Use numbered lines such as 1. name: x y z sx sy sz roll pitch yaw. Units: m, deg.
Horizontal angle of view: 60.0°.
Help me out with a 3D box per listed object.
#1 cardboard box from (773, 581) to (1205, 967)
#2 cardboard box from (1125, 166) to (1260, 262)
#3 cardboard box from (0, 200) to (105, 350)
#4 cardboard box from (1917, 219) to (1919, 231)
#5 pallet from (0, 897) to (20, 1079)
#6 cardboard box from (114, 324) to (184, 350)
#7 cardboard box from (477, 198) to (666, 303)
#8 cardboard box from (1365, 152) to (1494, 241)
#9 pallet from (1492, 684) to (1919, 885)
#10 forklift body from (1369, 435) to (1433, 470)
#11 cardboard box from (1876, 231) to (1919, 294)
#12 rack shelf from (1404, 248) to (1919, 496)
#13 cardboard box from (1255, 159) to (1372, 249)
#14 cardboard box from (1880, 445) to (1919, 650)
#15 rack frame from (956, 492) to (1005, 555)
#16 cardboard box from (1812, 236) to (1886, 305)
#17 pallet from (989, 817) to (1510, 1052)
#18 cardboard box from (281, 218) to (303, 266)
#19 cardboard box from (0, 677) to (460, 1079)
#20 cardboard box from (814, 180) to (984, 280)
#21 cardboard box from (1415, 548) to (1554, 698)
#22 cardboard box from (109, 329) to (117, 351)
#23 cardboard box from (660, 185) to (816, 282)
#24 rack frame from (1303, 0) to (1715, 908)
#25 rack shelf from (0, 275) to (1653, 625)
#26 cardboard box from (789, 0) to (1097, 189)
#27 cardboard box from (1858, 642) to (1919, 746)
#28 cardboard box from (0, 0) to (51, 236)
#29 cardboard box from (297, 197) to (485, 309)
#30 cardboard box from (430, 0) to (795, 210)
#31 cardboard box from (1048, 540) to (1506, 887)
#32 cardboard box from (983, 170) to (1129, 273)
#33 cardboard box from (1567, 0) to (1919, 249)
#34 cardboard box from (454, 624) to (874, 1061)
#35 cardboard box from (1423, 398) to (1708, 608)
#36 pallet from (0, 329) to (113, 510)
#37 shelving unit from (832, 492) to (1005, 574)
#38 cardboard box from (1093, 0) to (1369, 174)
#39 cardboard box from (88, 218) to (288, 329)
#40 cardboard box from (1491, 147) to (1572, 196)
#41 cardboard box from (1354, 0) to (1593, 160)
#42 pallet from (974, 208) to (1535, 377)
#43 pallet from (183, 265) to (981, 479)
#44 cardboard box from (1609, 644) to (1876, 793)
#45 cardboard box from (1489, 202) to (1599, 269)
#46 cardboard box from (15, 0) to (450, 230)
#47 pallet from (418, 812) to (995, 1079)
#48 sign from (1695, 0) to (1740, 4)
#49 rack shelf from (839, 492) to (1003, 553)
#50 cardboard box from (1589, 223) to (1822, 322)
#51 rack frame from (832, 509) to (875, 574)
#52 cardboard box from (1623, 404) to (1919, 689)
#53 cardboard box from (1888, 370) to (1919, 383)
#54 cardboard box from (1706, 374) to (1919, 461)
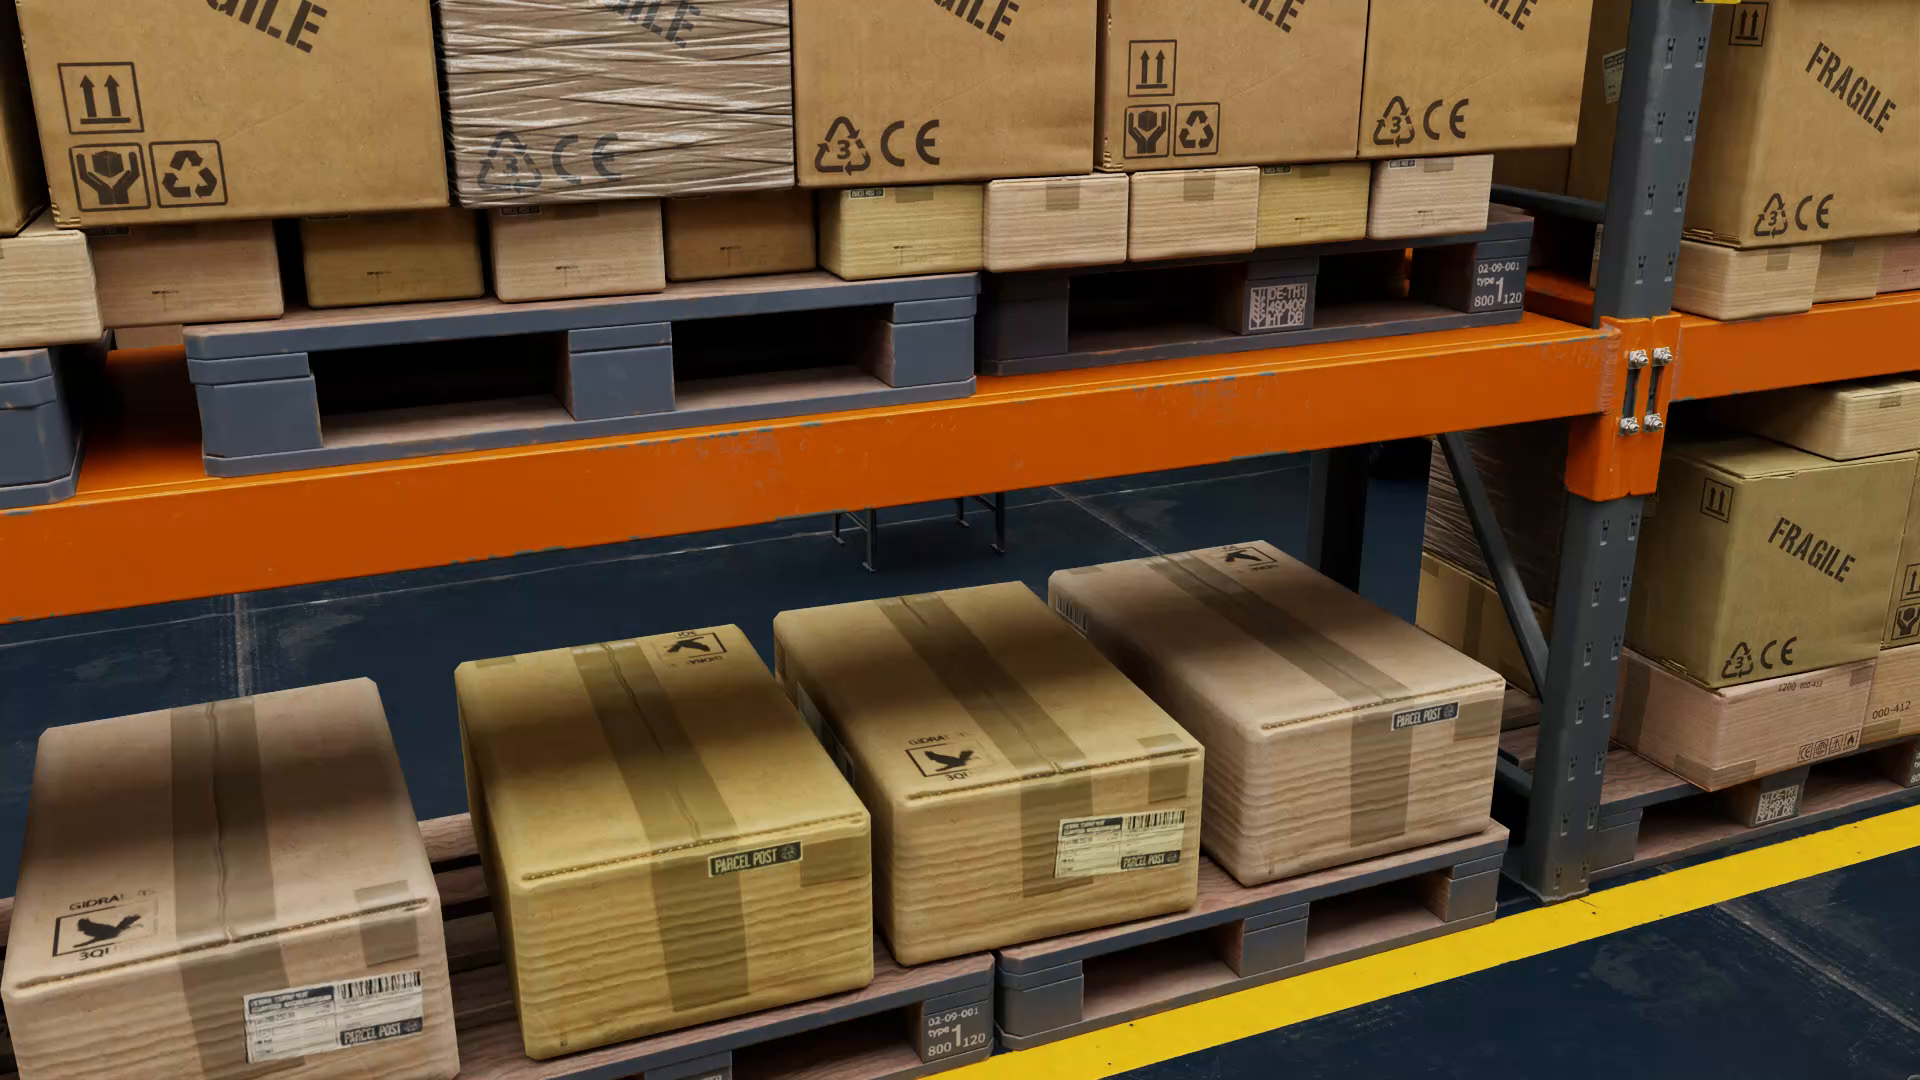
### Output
1. cardboard box: 0.021 0.449 3.554 0.625 0.372 0.950 -7 21 -19
2. cardboard box: 0.326 -0.611 2.987 0.250 0.149 0.380 -9 21 -23
3. cardboard box: -1.337 -0.376 2.319 0.250 0.149 0.380 -8 21 -22
4. cardboard box: 2.127 -0.991 3.722 0.500 0.500 0.500 -8 21 -22
5. pallet: -1.794 0.982 2.916 1.213 0.211 1.003 -8 21 -22
6. cardboard box: -3.307 -0.989 7.257 0.625 0.625 0.875 -7 21 -20
7. cardboard box: -0.637 -0.495 2.657 0.250 0.149 0.380 -7 21 -20
8. cardboard box: 0.798 -0.685 3.198 0.250 0.149 0.380 -8 21 -21
9. pallet: 1.763 0.459 4.402 1.213 0.211 1.003 -8 21 -22
10. forklift body: 1.845 -1.591 7.302 1.214 2.155 2.313 -8 21 -22
11. cardboard box: 2.020 -0.676 3.804 0.250 0.149 0.380 -8 21 -22
12. rack shelf: 2.997 -0.681 4.524 4.000 0.370 1.077 -8 21 -22
13. cardboard box: 0.548 -0.656 3.114 0.250 0.149 0.380 -9 21 -24
14. cardboard box: 2.296 -0.082 4.116 0.500 0.500 0.500 -7 21 -20
15. rack frame: 0.072 -1.001 5.703 0.015 2.100 0.400 -8 21 -22
16. cardboard box: 1.788 -0.632 3.678 0.250 0.149 0.380 -8 21 -20
17. pallet: 0.446 0.661 3.828 1.213 0.211 1.003 -8 21 -22
18. cardboard box: -1.111 -0.596 2.943 0.250 0.149 0.380 -8 21 -22
19. cardboard box: -1.315 0.639 3.014 0.625 0.372 0.950 -9 21 -23
20. cardboard box: -0.145 -0.555 2.829 0.250 0.149 0.380 -8 21 -22
21. cardboard box: 1.597 0.182 4.498 0.500 0.250 0.500 -7 21 -19
22. cardboard box: -3.904 -0.900 7.006 0.625 0.625 0.875 -7 21 -20
23. cardboard box: -0.428 -0.552 2.820 0.250 0.149 0.380 -9 21 -24
24. rack frame: 1.161 -0.758 3.657 0.127 3.000 1.000 -8 21 -22
25. rack shelf: -0.676 -0.155 3.029 4.000 0.370 1.077 -8 21 -22
26. cardboard box: -0.104 -0.881 2.776 0.500 0.500 0.500 -7 21 -20
27. cardboard box: 2.295 0.272 4.240 0.500 0.250 0.500 -7 21 -19
28. cardboard box: -1.532 -0.676 2.195 0.500 0.500 0.500 -7 21 -19
29. cardboard box: -0.903 -0.480 2.616 0.250 0.149 0.380 -7 21 -20
30. cardboard box: -0.584 -0.812 2.580 0.500 0.500 0.500 -9 21 -24
31. cardboard box: 0.680 0.354 3.826 0.625 0.372 0.950 -8 21 -21
32. cardboard box: 0.093 -0.577 2.889 0.250 0.149 0.380 -8 21 -21
33. cardboard box: 1.675 -0.918 3.514 0.500 0.500 0.500 -8 21 -22
34. cardboard box: -0.617 0.541 3.293 0.625 0.372 0.950 -7 21 -20
35. cardboard box: 1.598 -0.172 4.373 0.500 0.500 0.500 -8 21 -23
36. pallet: -1.900 -0.267 2.553 1.003 0.211 1.213 -8 21 -22
37. shelving unit: -0.152 -0.969 5.611 0.503 2.100 0.431 -8 21 -22
38. cardboard box: 0.373 -0.947 2.964 0.500 0.500 0.500 -8 21 -22
39. cardboard box: -1.147 -0.431 2.476 0.250 0.149 0.380 -7 21 -19
40. cardboard box: 1.470 -1.079 3.972 0.500 0.500 0.500 -9 21 -23
41. cardboard box: 0.827 -1.012 3.150 0.500 0.500 0.500 -9 21 -23
42. pallet: 0.401 -0.611 3.529 1.213 0.211 1.003 -8 21 -22
43. pallet: -0.711 -0.414 2.969 1.213 0.211 1.003 -8 21 -22
44. cardboard box: 1.809 0.346 4.031 0.500 0.250 0.500 -9 21 -24
45. cardboard box: 1.335 -0.774 4.083 0.250 0.149 0.380 -8 21 -22
46. cardboard box: -1.047 -0.748 2.400 0.500 0.500 0.500 -8 21 -21
47. pallet: -0.676 0.822 3.369 1.213 0.211 1.003 -8 21 -22
48. sign: 1.384 -1.135 2.985 0.005 0.325 0.100 -8 21 -22
49. rack shelf: -0.152 -0.295 5.848 0.480 0.518 0.431 -8 21 -22
50. cardboard box: 1.577 -0.583 3.539 0.250 0.149 0.380 -8 21 -22
51. rack frame: -0.376 -0.937 5.520 0.015 2.100 0.400 -8 21 -22
52. cardboard box: 1.809 -0.008 3.906 0.500 0.500 0.500 -7 21 -19
53. cardboard box: 2.419 -0.380 3.987 0.250 0.149 0.380 -7 21 -20
54. cardboard box: 1.948 -0.312 3.793 0.250 0.149 0.380 -8 21 -21
